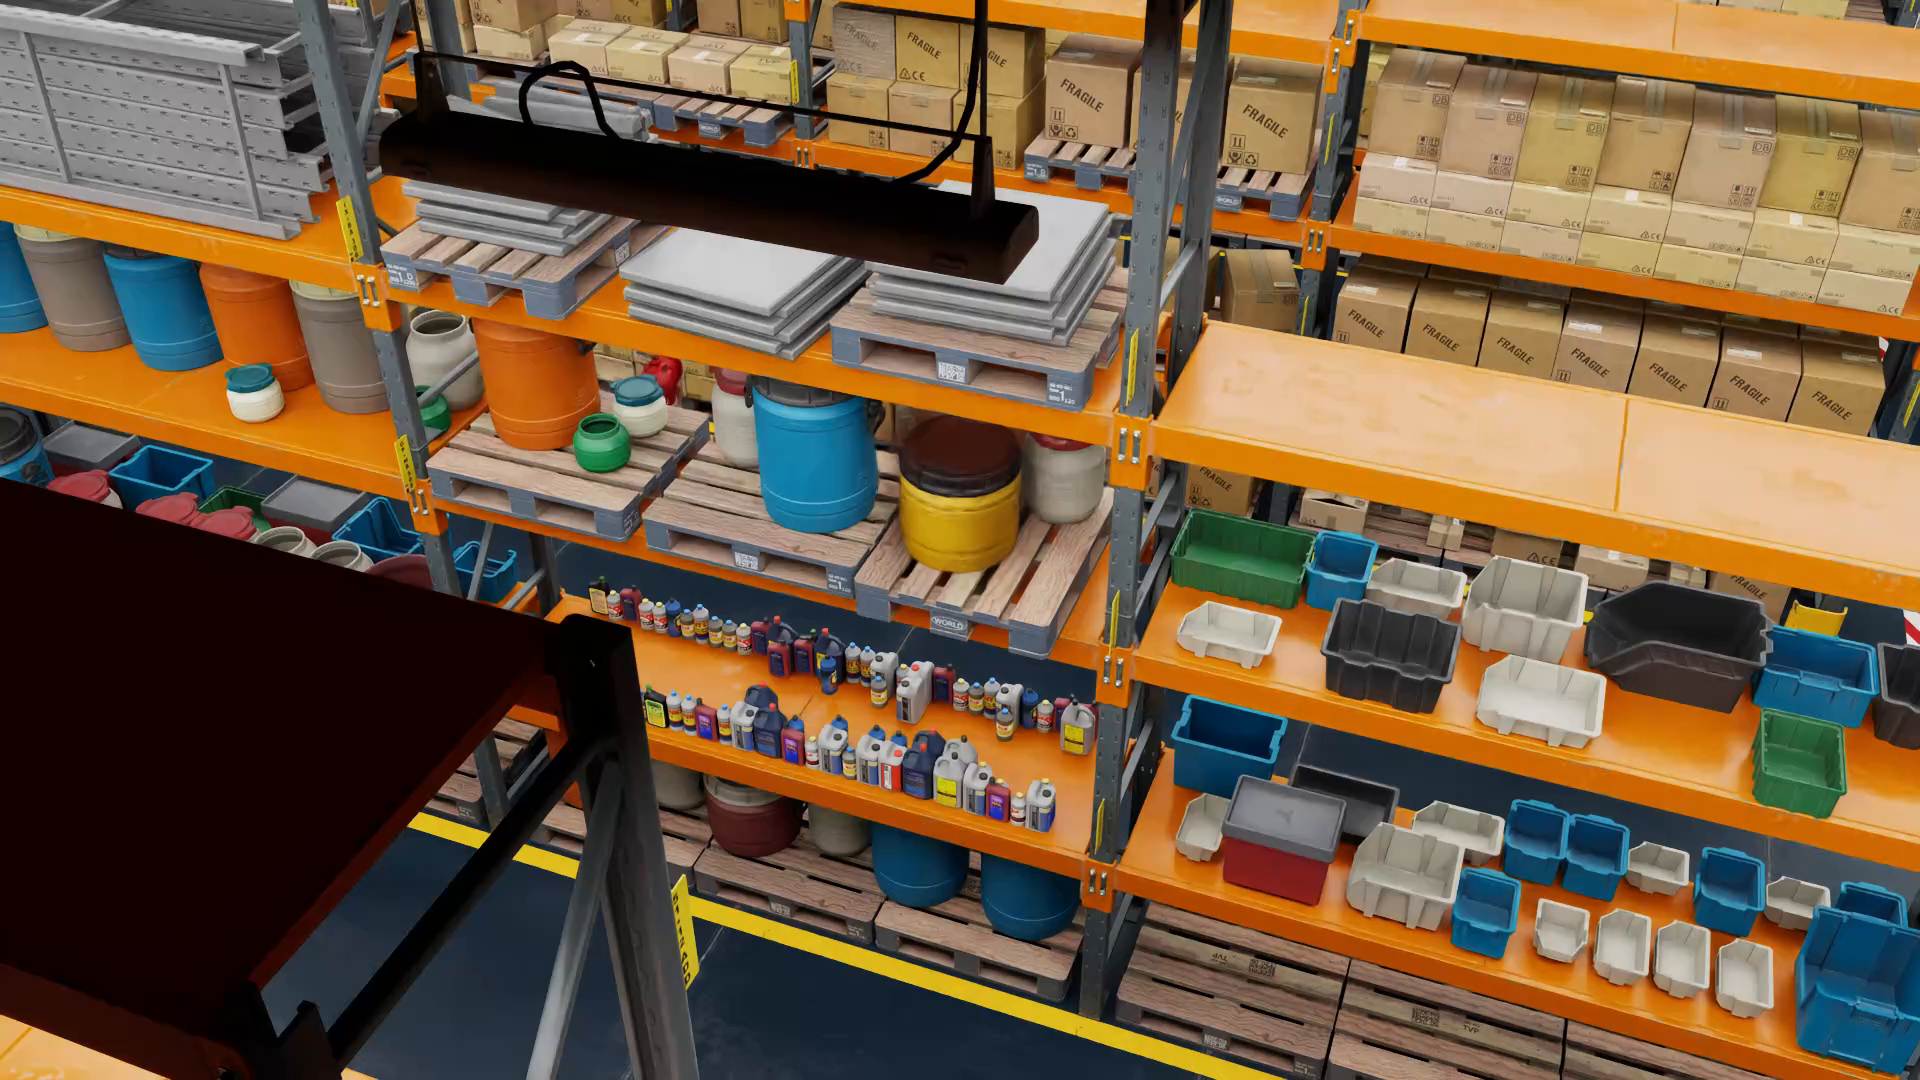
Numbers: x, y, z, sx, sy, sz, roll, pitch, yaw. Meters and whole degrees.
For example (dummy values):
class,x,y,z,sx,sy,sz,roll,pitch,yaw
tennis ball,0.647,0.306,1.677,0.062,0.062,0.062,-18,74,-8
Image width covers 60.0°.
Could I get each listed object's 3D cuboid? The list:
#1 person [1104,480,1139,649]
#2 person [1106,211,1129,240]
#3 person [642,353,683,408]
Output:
class,x,y,z,sx,sy,sz,roll,pitch,yaw
person,0.835,0.106,11.864,0.997,1.601,0.507,4,37,6
person,1.347,-3.184,16.236,0.688,1.782,0.593,0,36,0
person,-2.511,-0.928,13.240,0.780,1.732,0.566,-2,37,-3
